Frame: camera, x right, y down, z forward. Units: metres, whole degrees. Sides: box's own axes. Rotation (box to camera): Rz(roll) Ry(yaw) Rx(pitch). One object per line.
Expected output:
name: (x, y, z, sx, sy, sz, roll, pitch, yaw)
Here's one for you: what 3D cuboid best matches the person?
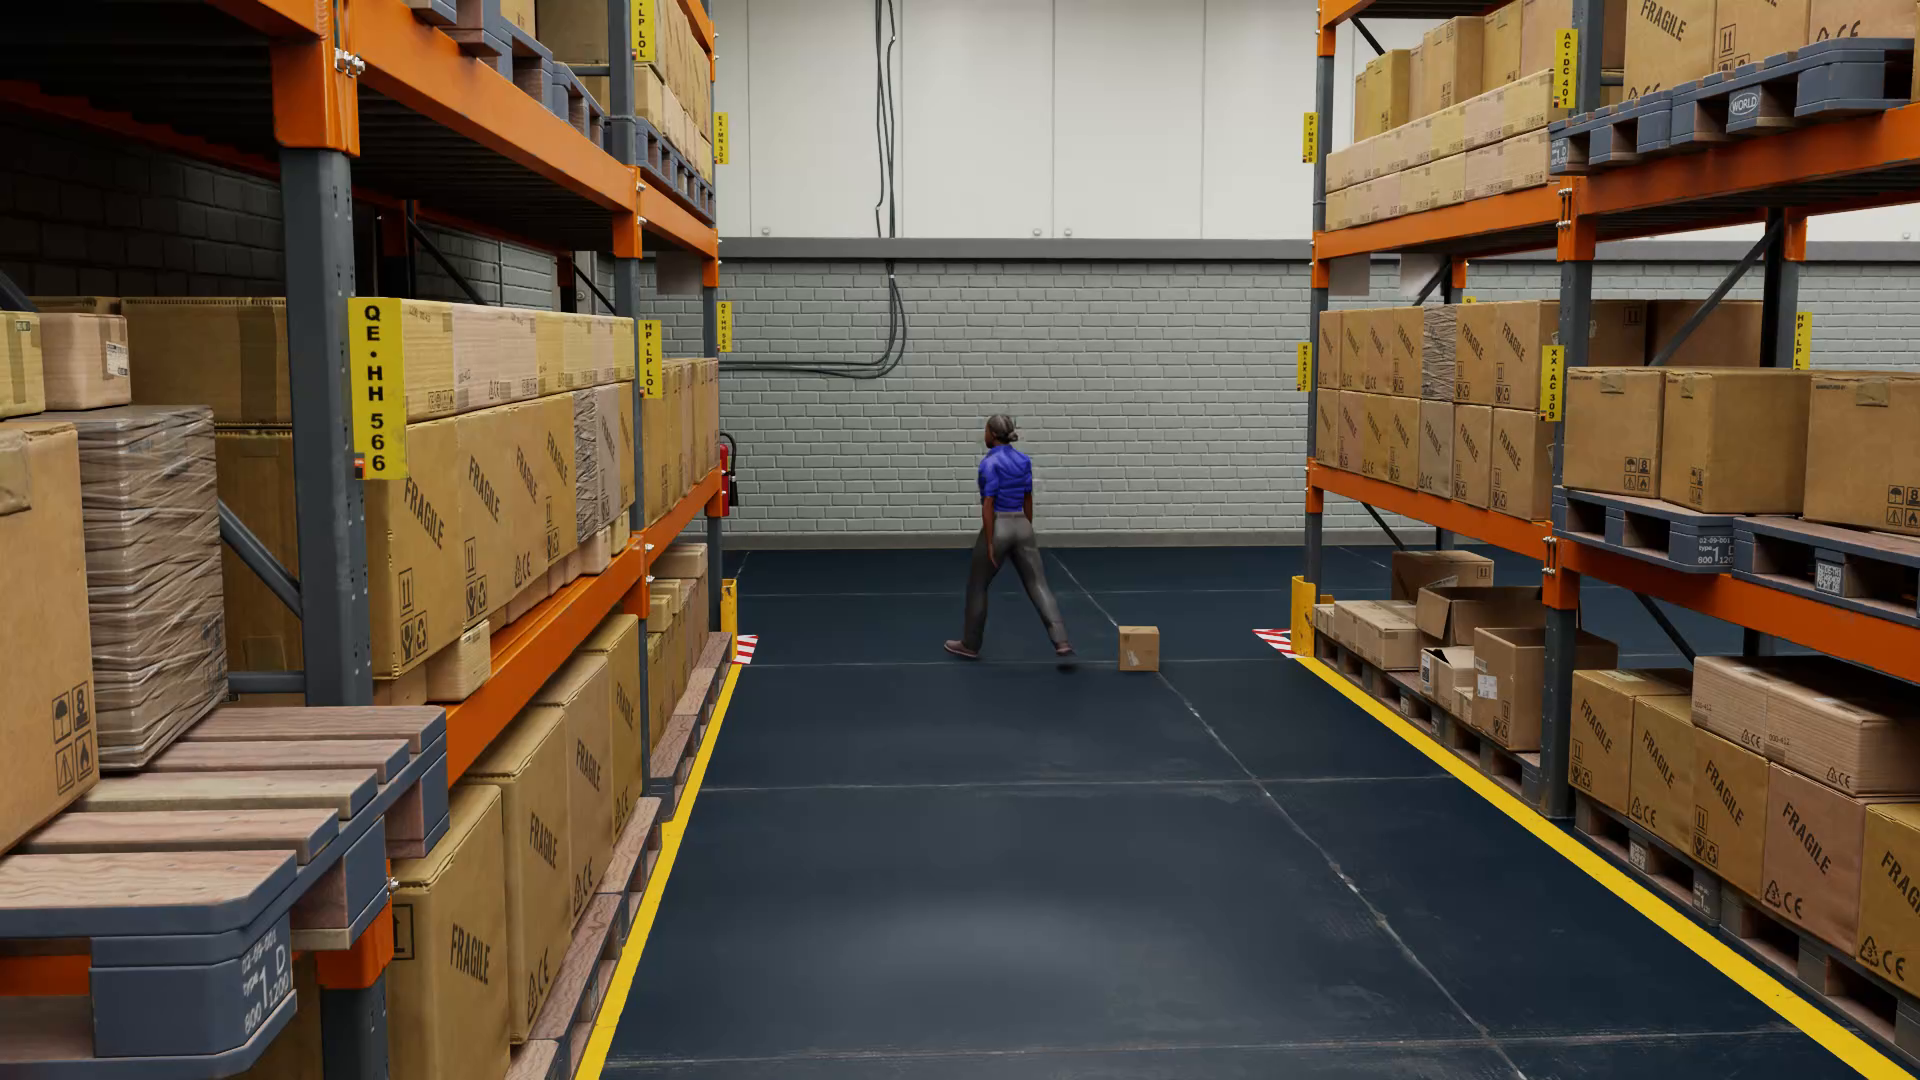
person: (0.351, -0.015, 10.891, 0.544, 1.624, 0.918, -5, 9, -35)
